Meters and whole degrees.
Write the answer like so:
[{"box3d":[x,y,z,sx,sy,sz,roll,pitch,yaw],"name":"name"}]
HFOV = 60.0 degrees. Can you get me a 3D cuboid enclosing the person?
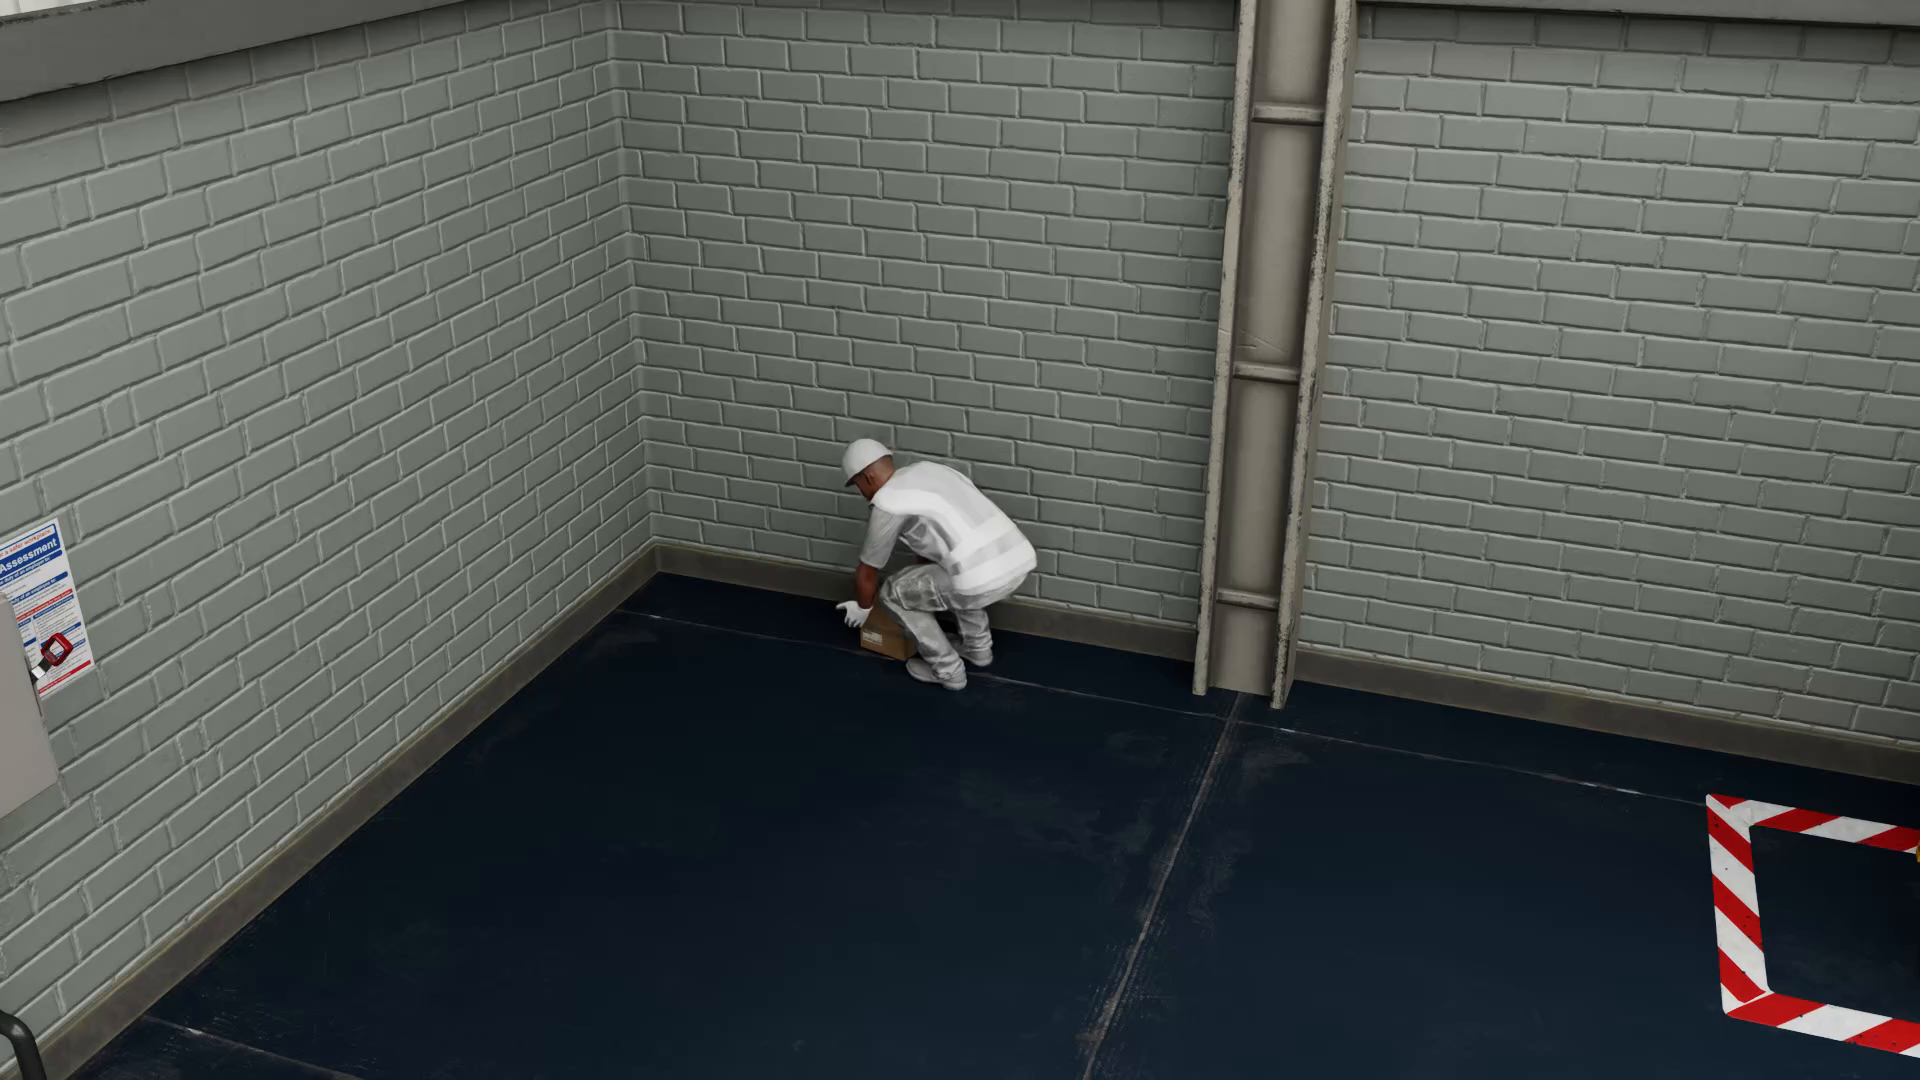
[{"box3d":[-0.127,0.121,7.280,0.899,0.975,0.570,19,31,34],"name":"person"}]
